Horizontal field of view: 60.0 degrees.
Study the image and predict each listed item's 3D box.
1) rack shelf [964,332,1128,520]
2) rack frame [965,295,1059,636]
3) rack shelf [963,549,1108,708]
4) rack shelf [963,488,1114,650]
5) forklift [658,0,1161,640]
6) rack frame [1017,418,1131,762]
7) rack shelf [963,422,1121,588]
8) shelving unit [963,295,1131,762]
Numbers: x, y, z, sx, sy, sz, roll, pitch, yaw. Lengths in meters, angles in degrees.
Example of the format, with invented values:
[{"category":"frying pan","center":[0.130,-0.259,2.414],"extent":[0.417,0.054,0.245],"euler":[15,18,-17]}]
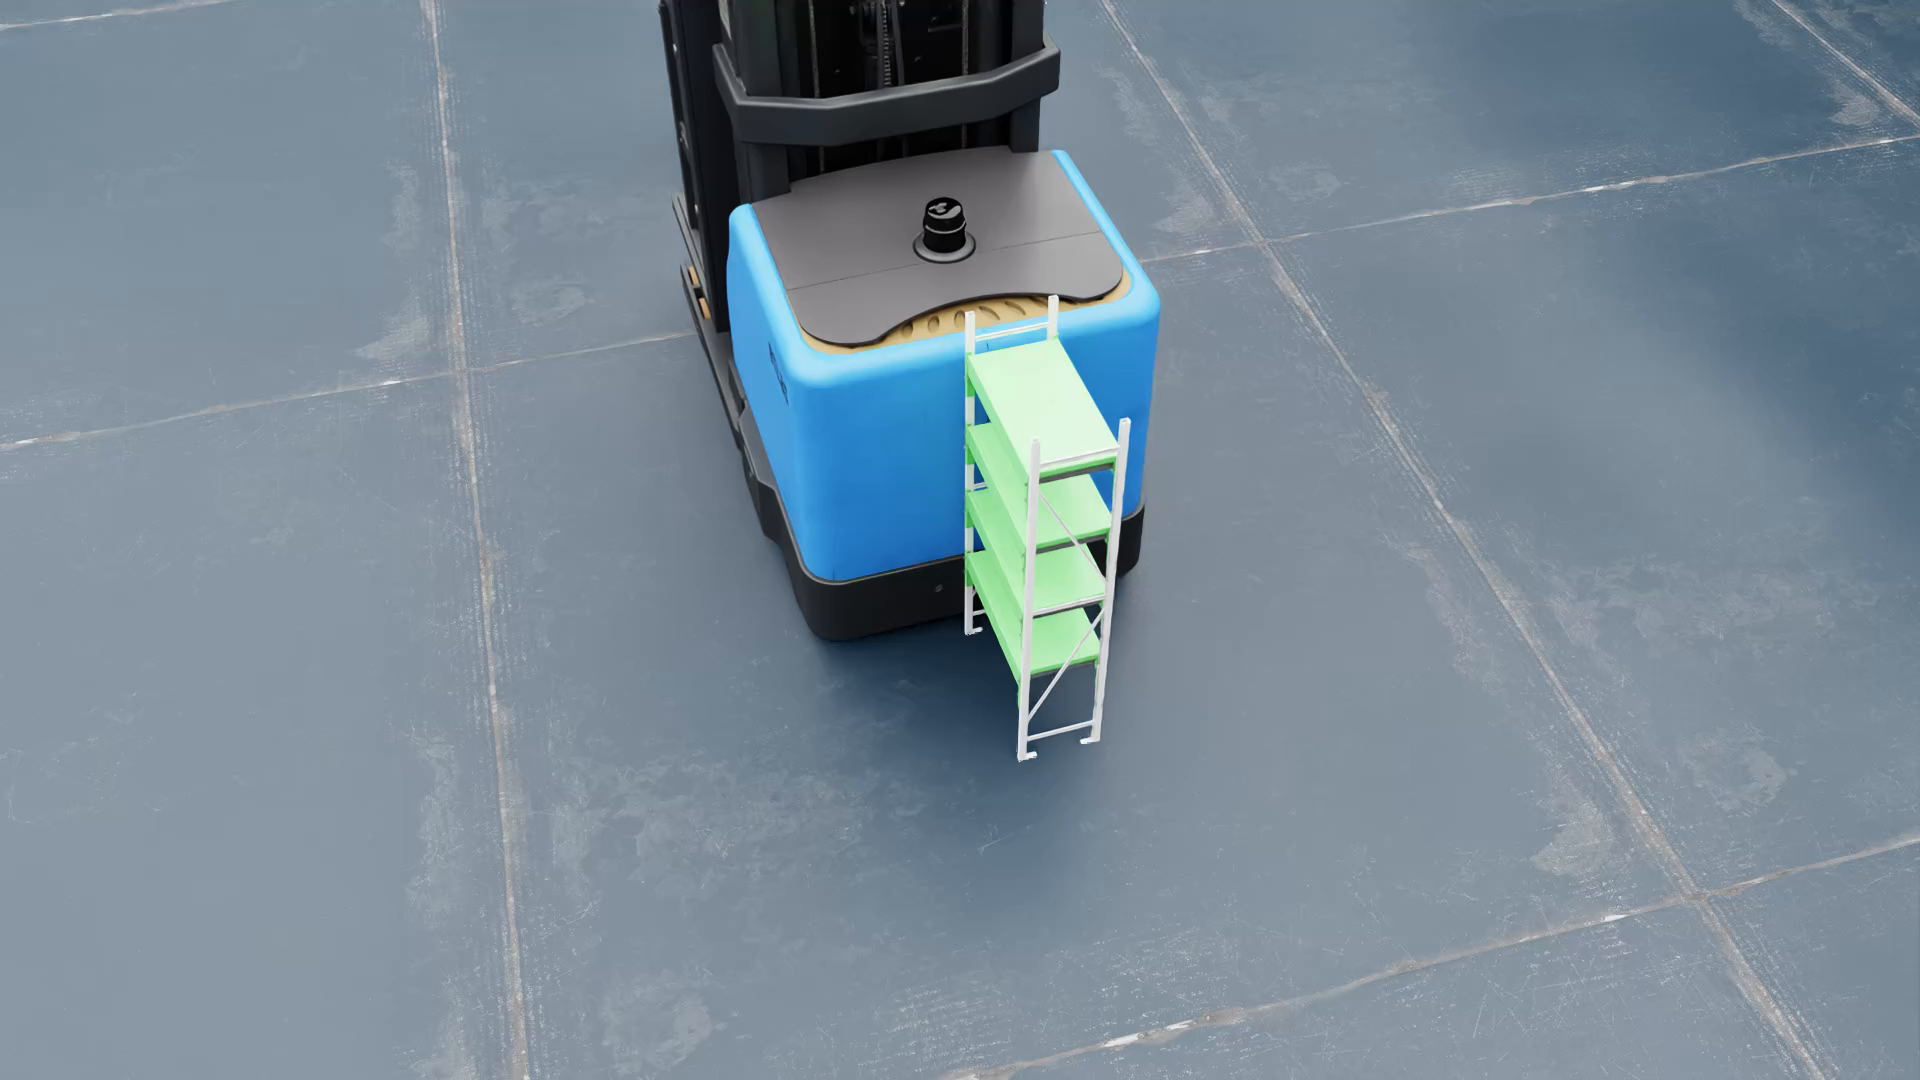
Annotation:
[{"category":"rack shelf","center":[0.204,-0.289,4.111],"extent":[0.258,0.148,0.480],"euler":[-13,47,-12]},{"category":"rack frame","center":[0.130,-0.164,4.571],"extent":[0.240,1.200,0.015],"euler":[-13,47,-12]},{"category":"rack shelf","center":[0.204,0.215,4.625],"extent":[0.258,0.148,0.480],"euler":[-13,47,-12]},{"category":"rack shelf","center":[0.204,0.047,4.454],"extent":[0.258,0.148,0.480],"euler":[-13,47,-12]},{"category":"forklift","center":[-0.378,-1.806,4.968],"extent":[1.130,2.935,3.031],"euler":[-13,47,-12]},{"category":"rack frame","center":[0.277,0.168,4.245],"extent":[0.240,1.200,0.015],"euler":[-13,47,-12]},{"category":"rack shelf","center":[0.204,-0.121,4.282],"extent":[0.258,0.148,0.480],"euler":[-13,47,-12]},{"category":"shelving unit","center":[0.204,0.002,4.408],"extent":[0.258,1.200,0.503],"euler":[-13,47,-12]}]
